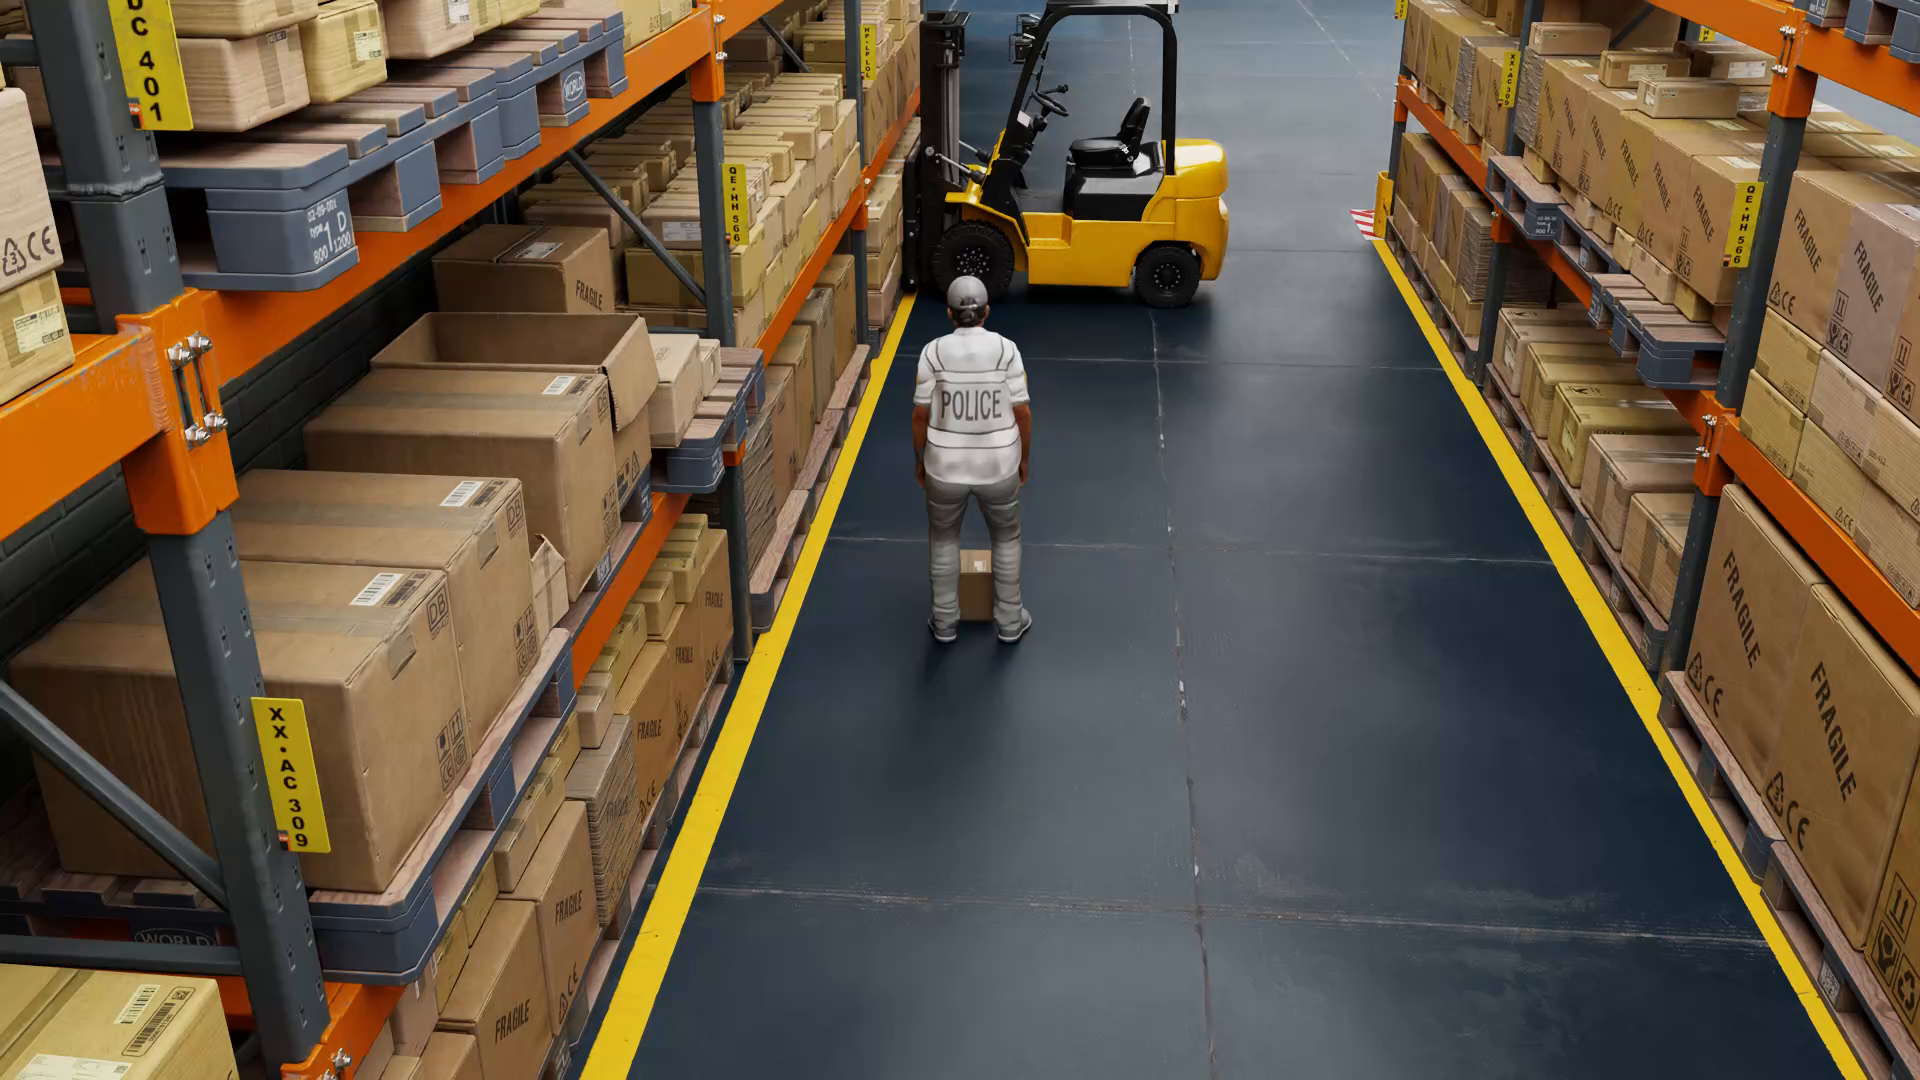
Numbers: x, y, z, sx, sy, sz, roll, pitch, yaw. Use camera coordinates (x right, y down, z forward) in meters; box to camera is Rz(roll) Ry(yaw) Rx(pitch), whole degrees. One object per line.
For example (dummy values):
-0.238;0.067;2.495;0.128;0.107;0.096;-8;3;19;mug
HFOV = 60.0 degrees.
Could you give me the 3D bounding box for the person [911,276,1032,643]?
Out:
0.062;-0.331;7.325;0.541;1.660;0.465;0;25;0;person
